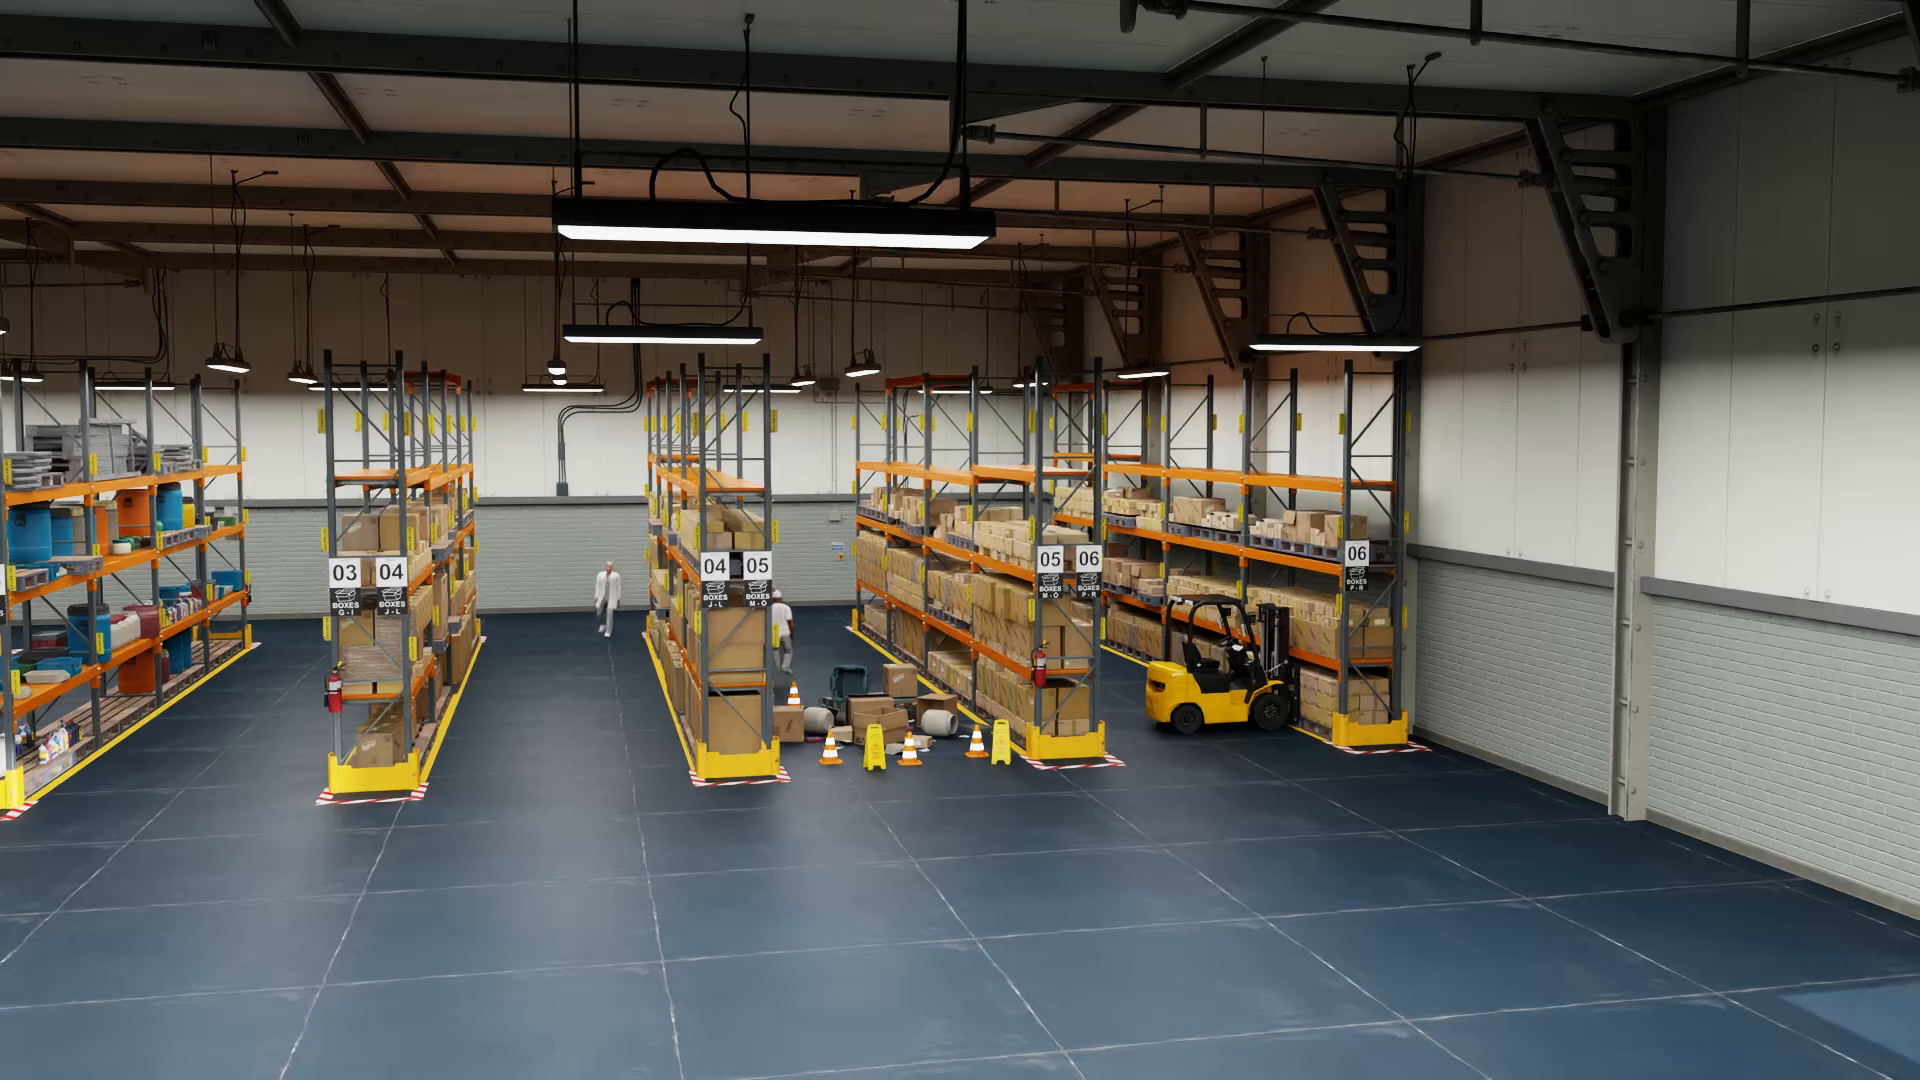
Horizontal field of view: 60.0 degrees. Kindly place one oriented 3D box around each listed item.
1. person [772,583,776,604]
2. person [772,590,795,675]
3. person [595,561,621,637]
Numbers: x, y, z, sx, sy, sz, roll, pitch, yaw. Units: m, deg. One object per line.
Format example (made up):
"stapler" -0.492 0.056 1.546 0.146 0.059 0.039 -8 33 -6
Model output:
"person" -4.423 1.580 37.752 0.536 1.710 0.470 -1 4 -13
"person" -3.467 1.768 31.823 0.621 1.620 0.641 0 4 -2
"person" -8.272 1.377 39.098 0.596 1.769 0.704 0 4 1
